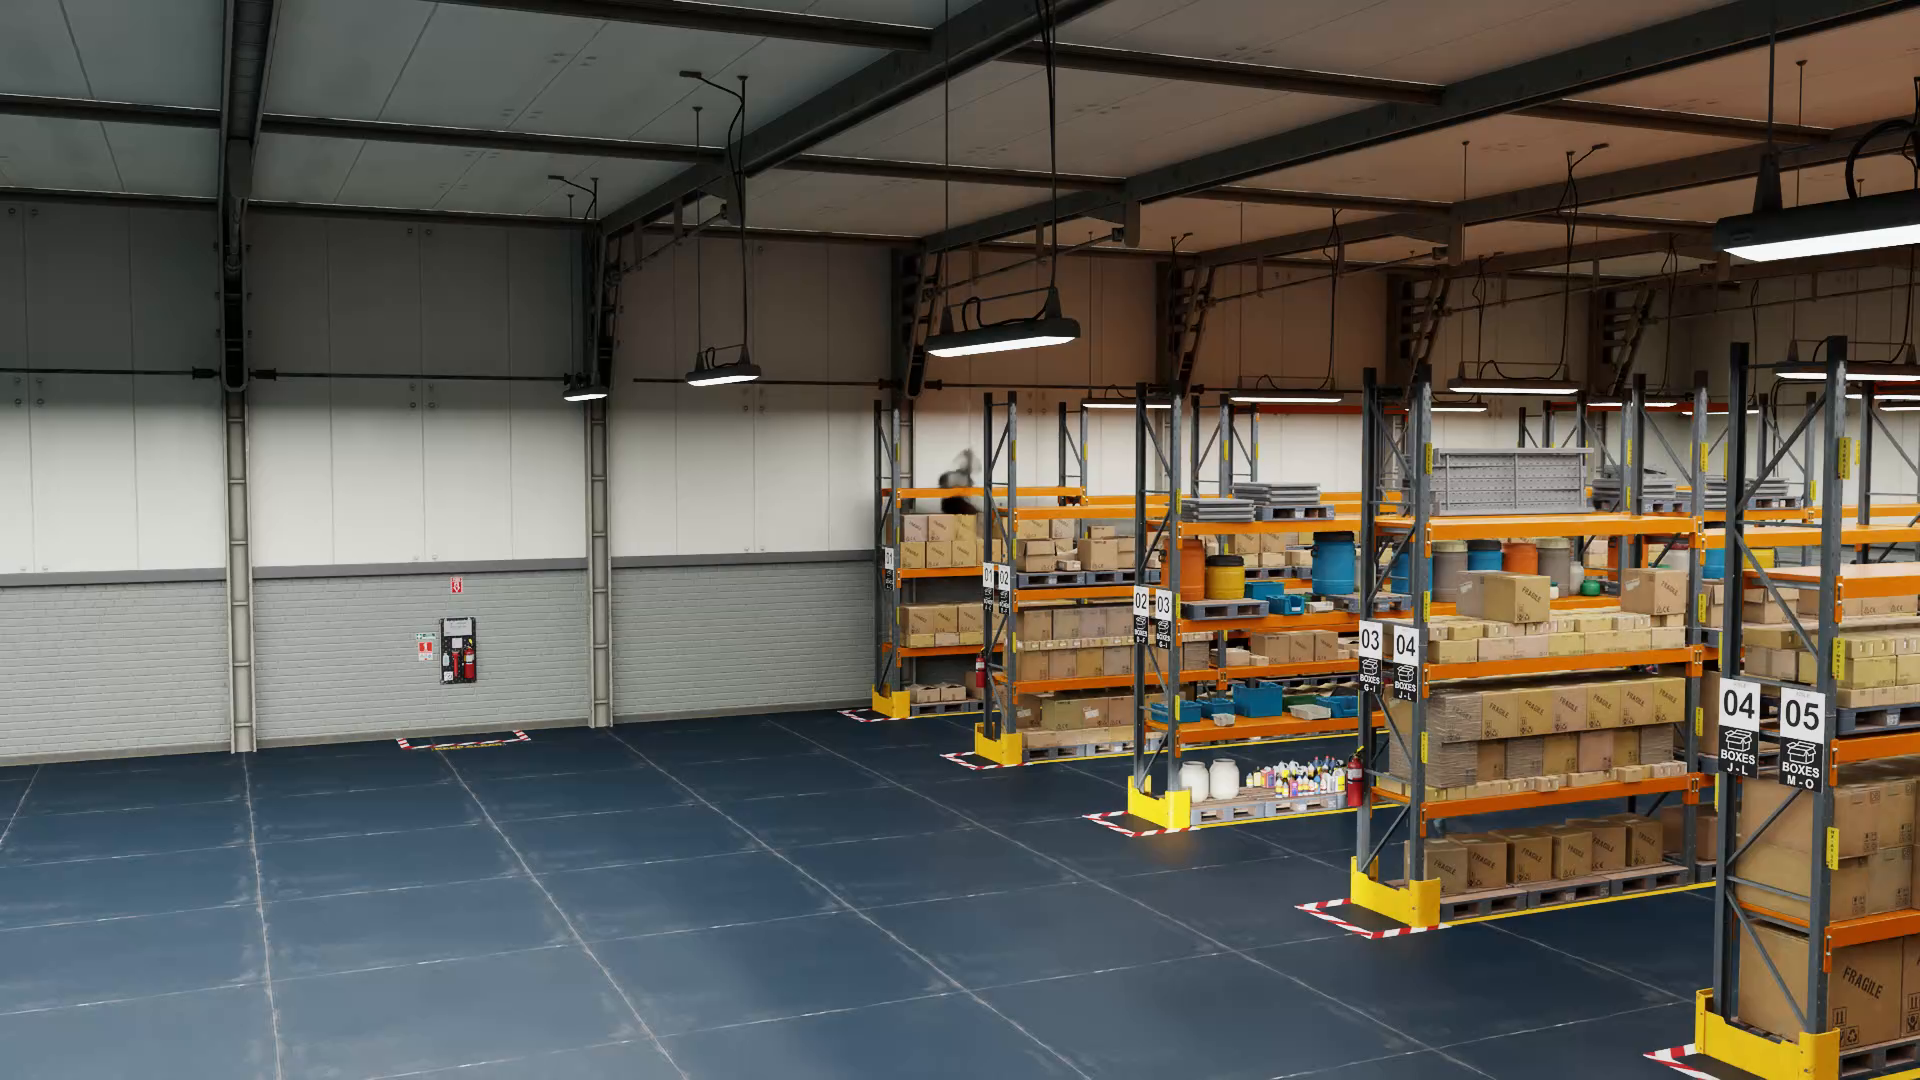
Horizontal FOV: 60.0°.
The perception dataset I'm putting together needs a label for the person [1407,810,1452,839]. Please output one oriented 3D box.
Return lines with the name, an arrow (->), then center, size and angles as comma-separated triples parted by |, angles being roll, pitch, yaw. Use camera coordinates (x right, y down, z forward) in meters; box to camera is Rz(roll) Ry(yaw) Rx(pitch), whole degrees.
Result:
person -> 5.777, 3.099, 20.386 | 0.720, 1.785, 0.672 | -2, 4, -33
